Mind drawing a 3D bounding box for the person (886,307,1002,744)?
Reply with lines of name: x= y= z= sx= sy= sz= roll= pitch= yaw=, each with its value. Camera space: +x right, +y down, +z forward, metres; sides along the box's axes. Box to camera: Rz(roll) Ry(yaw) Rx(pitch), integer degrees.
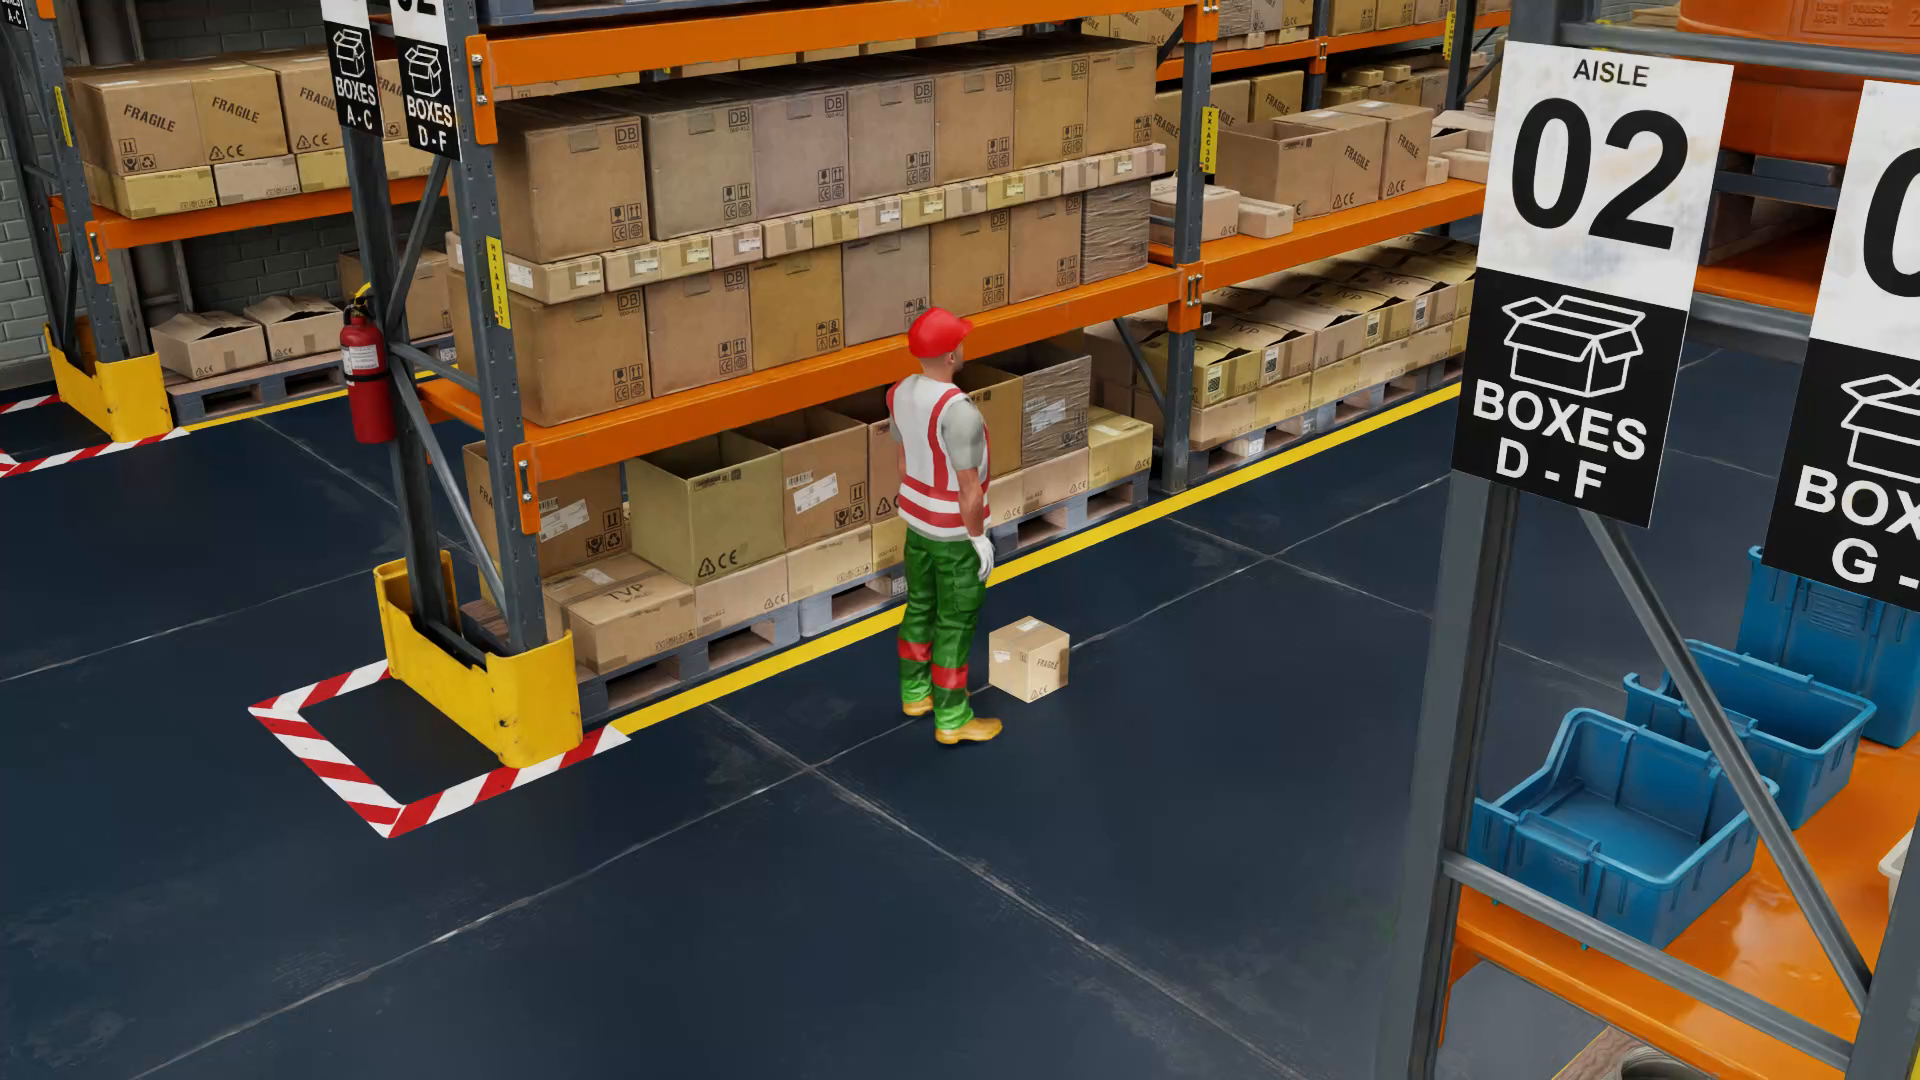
person: x=-0.053 y=-0.055 z=6.658 sx=0.337 sy=1.808 sz=0.556 roll=-16 pitch=29 yaw=-32
